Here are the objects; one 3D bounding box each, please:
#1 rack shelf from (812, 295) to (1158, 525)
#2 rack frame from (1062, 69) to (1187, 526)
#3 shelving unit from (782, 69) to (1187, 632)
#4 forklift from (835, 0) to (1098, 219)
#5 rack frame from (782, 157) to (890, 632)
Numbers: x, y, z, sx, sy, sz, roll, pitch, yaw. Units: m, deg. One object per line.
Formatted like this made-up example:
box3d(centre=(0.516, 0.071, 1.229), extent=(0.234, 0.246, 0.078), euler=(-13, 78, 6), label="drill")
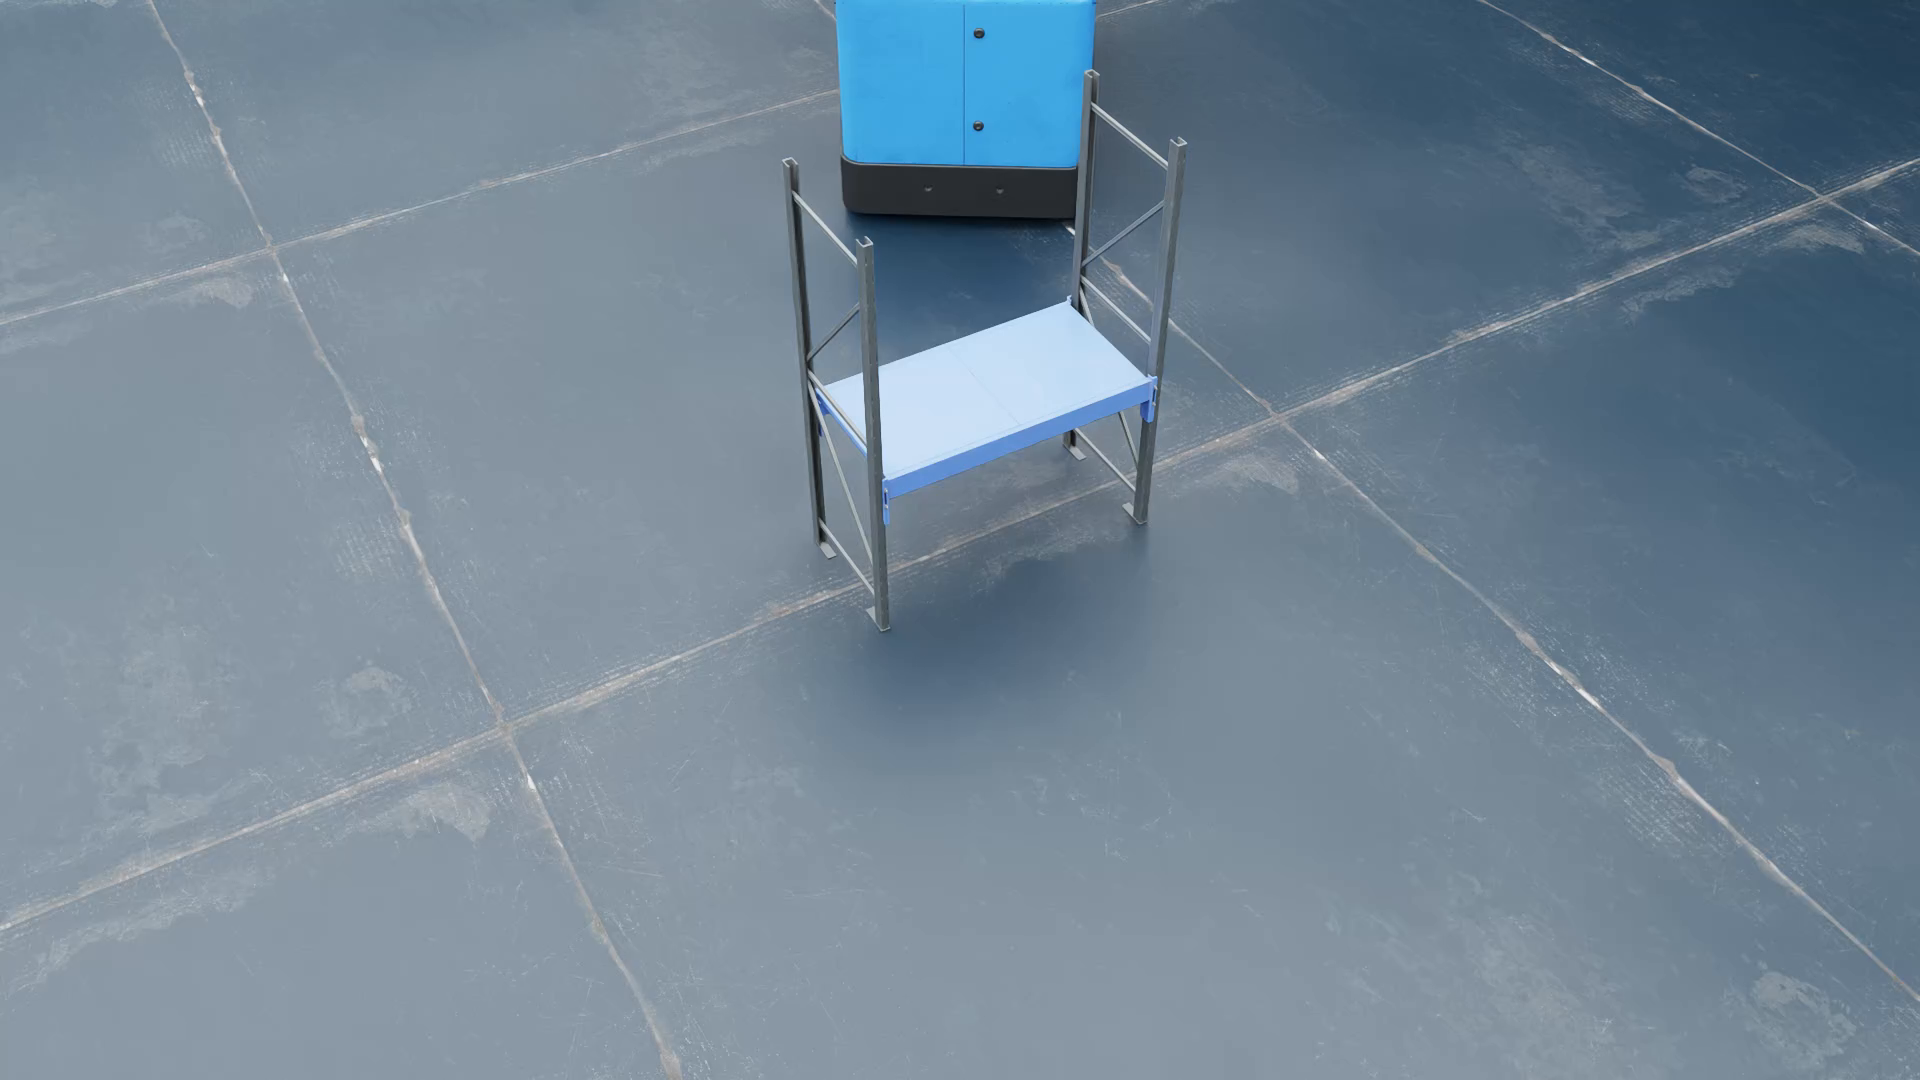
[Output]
box3d(centre=(0.074, -0.439, 5.383), extent=(1.000, 0.185, 0.538), euler=(-22, 48, -21), label="rack shelf")
box3d(centre=(0.515, -0.744, 5.440), extent=(0.032, 1.500, 0.500), euler=(-22, 48, -21), label="rack frame")
box3d(centre=(0.074, -0.568, 5.258), extent=(1.048, 1.500, 0.538), euler=(-22, 48, -21), label="shelving unit")
box3d(centre=(0.085, -3.429, 7.178), extent=(1.130, 2.935, 3.031), euler=(2, 44, 2), label="forklift")
box3d(centre=(-0.367, -0.391, 5.076), extent=(0.032, 1.500, 0.500), euler=(-22, 48, -21), label="rack frame")
